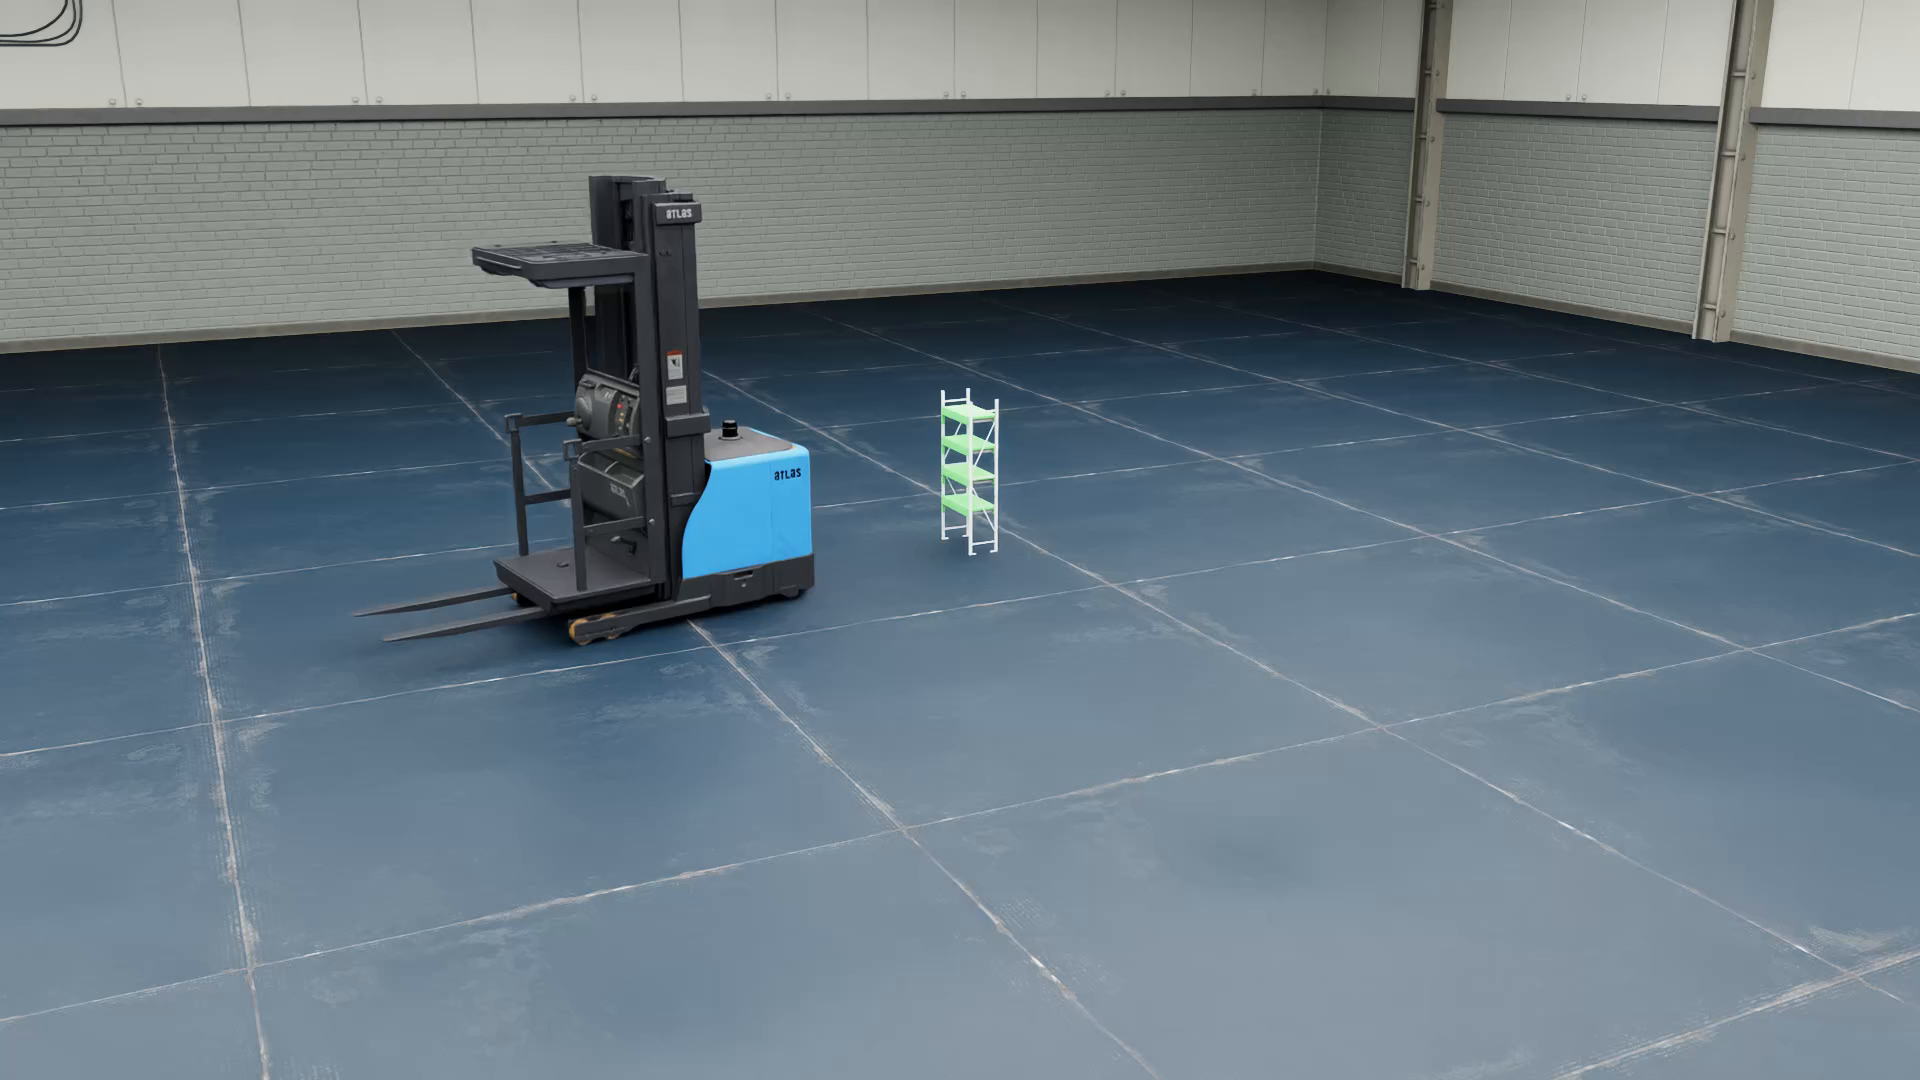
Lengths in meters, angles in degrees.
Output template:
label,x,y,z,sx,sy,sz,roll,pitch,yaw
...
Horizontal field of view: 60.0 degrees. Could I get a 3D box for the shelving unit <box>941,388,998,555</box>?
label,x,y,z,sx,sy,sz,roll,pitch,yaw
shelving unit,0.073,-0.536,12.942,0.258,1.200,0.503,-8,18,-25

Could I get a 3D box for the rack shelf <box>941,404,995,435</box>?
label,x,y,z,sx,sy,sz,roll,pitch,yaw
rack shelf,0.072,-0.936,12.827,0.258,0.148,0.480,-8,18,-25

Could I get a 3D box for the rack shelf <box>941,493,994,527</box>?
label,x,y,z,sx,sy,sz,roll,pitch,yaw
rack shelf,0.073,-0.244,13.026,0.258,0.148,0.480,-8,18,-25

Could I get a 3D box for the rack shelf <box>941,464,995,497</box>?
label,x,y,z,sx,sy,sz,roll,pitch,yaw
rack shelf,0.073,-0.474,12.960,0.258,0.148,0.480,-8,18,-25

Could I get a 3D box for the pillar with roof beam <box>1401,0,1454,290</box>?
label,x,y,z,sx,sy,sz,roll,pitch,yaw
pillar with roof beam,3.819,-8.045,24.972,9.100,9.000,0.400,-8,18,-25

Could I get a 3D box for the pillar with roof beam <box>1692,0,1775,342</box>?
label,x,y,z,sx,sy,sz,roll,pitch,yaw
pillar with roof beam,6.448,-6.558,19.788,9.100,9.000,0.400,-8,18,-25

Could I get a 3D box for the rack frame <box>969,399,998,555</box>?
label,x,y,z,sx,sy,sz,roll,pitch,yaw
rack frame,0.179,-0.475,12.731,0.240,1.200,0.015,-8,18,-25

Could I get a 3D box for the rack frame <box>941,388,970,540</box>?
label,x,y,z,sx,sy,sz,roll,pitch,yaw
rack frame,-0.034,-0.596,13.153,0.240,1.200,0.015,-8,18,-25

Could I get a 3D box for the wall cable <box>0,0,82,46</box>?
label,x,y,z,sx,sy,sz,roll,pitch,yaw
wall cable,-12.188,-8.427,20.137,2.305,6.003,0.169,-8,18,-25

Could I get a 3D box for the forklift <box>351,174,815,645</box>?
label,x,y,z,sx,sy,sz,roll,pitch,yaw
forklift,-2.530,-0.889,11.034,3.031,2.935,1.130,-11,20,-34

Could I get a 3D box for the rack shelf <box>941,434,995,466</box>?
label,x,y,z,sx,sy,sz,roll,pitch,yaw
rack shelf,0.072,-0.705,12.894,0.258,0.148,0.480,-8,18,-25
